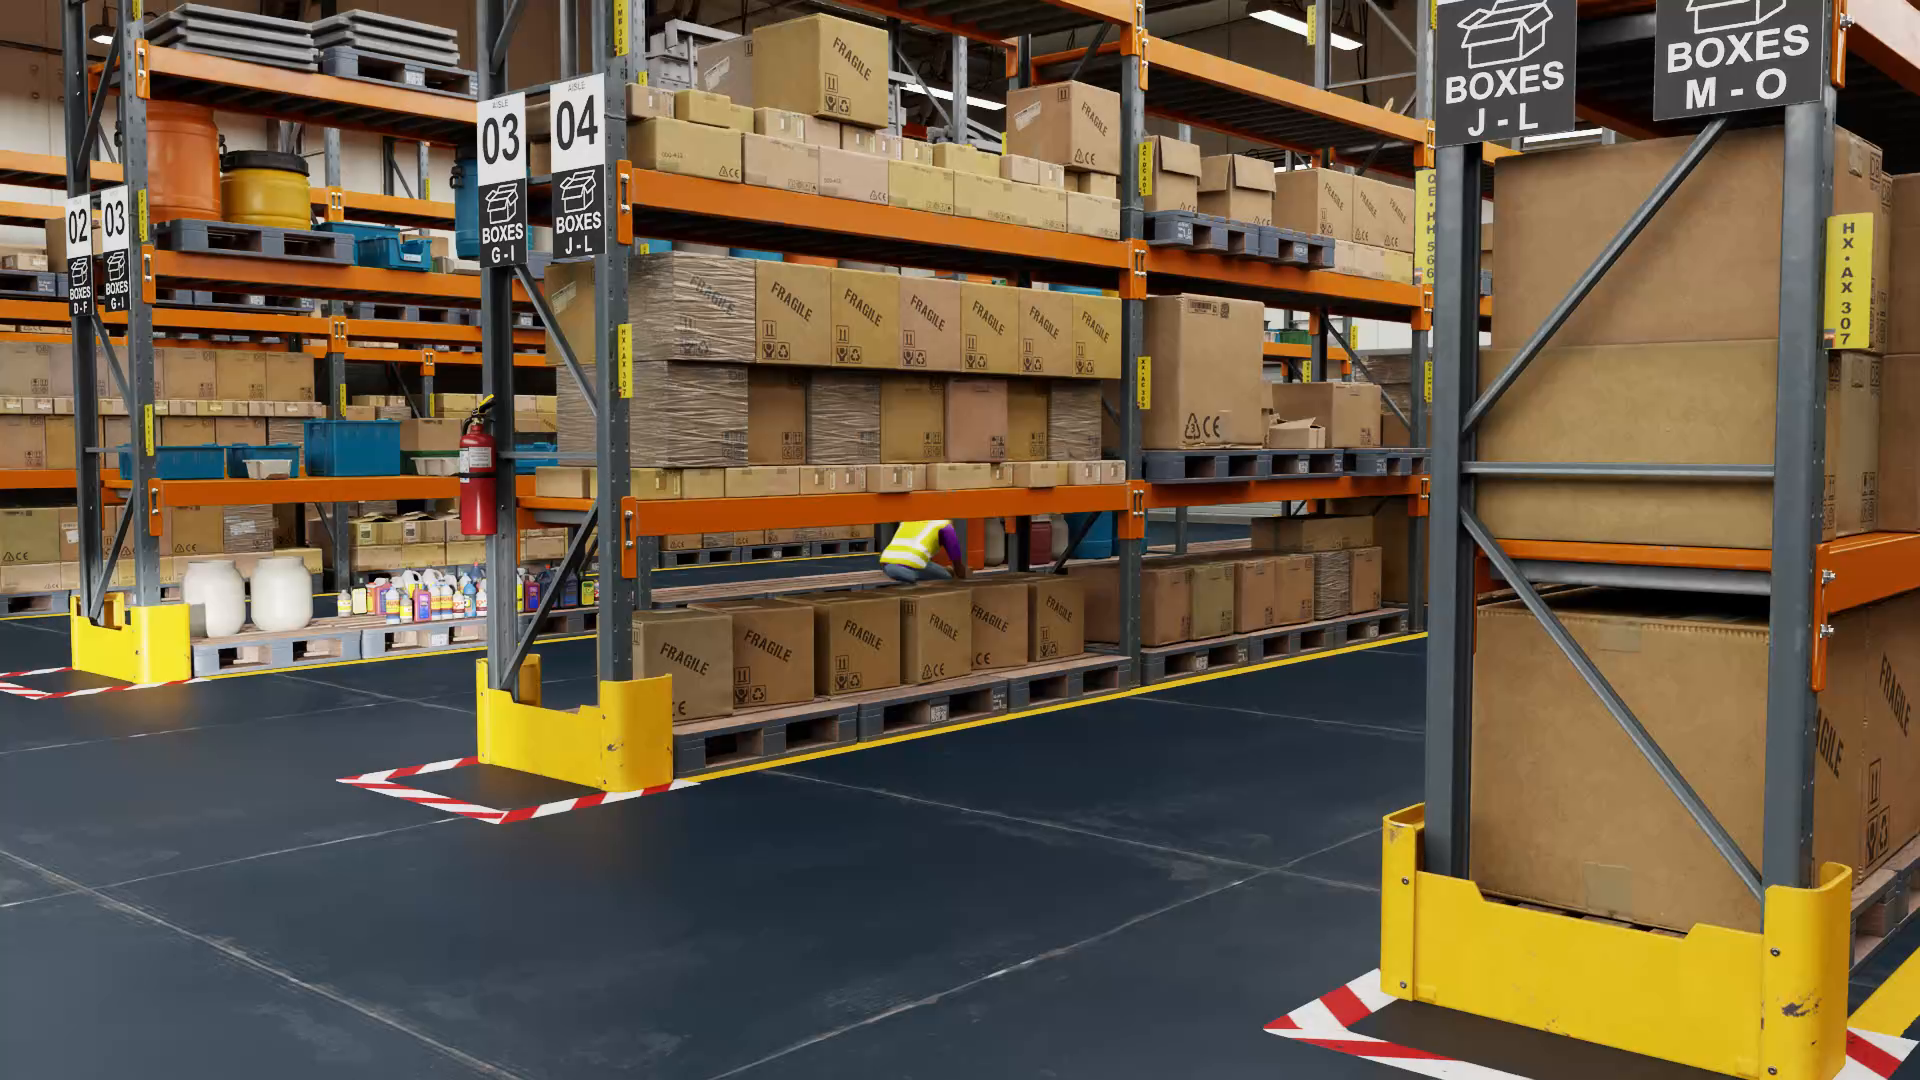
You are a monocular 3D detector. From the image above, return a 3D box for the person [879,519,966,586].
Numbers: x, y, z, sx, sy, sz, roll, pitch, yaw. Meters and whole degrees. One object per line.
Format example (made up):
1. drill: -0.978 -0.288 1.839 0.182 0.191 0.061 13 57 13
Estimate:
1. person: -0.329 0.193 14.470 0.583 1.027 0.895 3 5 41
